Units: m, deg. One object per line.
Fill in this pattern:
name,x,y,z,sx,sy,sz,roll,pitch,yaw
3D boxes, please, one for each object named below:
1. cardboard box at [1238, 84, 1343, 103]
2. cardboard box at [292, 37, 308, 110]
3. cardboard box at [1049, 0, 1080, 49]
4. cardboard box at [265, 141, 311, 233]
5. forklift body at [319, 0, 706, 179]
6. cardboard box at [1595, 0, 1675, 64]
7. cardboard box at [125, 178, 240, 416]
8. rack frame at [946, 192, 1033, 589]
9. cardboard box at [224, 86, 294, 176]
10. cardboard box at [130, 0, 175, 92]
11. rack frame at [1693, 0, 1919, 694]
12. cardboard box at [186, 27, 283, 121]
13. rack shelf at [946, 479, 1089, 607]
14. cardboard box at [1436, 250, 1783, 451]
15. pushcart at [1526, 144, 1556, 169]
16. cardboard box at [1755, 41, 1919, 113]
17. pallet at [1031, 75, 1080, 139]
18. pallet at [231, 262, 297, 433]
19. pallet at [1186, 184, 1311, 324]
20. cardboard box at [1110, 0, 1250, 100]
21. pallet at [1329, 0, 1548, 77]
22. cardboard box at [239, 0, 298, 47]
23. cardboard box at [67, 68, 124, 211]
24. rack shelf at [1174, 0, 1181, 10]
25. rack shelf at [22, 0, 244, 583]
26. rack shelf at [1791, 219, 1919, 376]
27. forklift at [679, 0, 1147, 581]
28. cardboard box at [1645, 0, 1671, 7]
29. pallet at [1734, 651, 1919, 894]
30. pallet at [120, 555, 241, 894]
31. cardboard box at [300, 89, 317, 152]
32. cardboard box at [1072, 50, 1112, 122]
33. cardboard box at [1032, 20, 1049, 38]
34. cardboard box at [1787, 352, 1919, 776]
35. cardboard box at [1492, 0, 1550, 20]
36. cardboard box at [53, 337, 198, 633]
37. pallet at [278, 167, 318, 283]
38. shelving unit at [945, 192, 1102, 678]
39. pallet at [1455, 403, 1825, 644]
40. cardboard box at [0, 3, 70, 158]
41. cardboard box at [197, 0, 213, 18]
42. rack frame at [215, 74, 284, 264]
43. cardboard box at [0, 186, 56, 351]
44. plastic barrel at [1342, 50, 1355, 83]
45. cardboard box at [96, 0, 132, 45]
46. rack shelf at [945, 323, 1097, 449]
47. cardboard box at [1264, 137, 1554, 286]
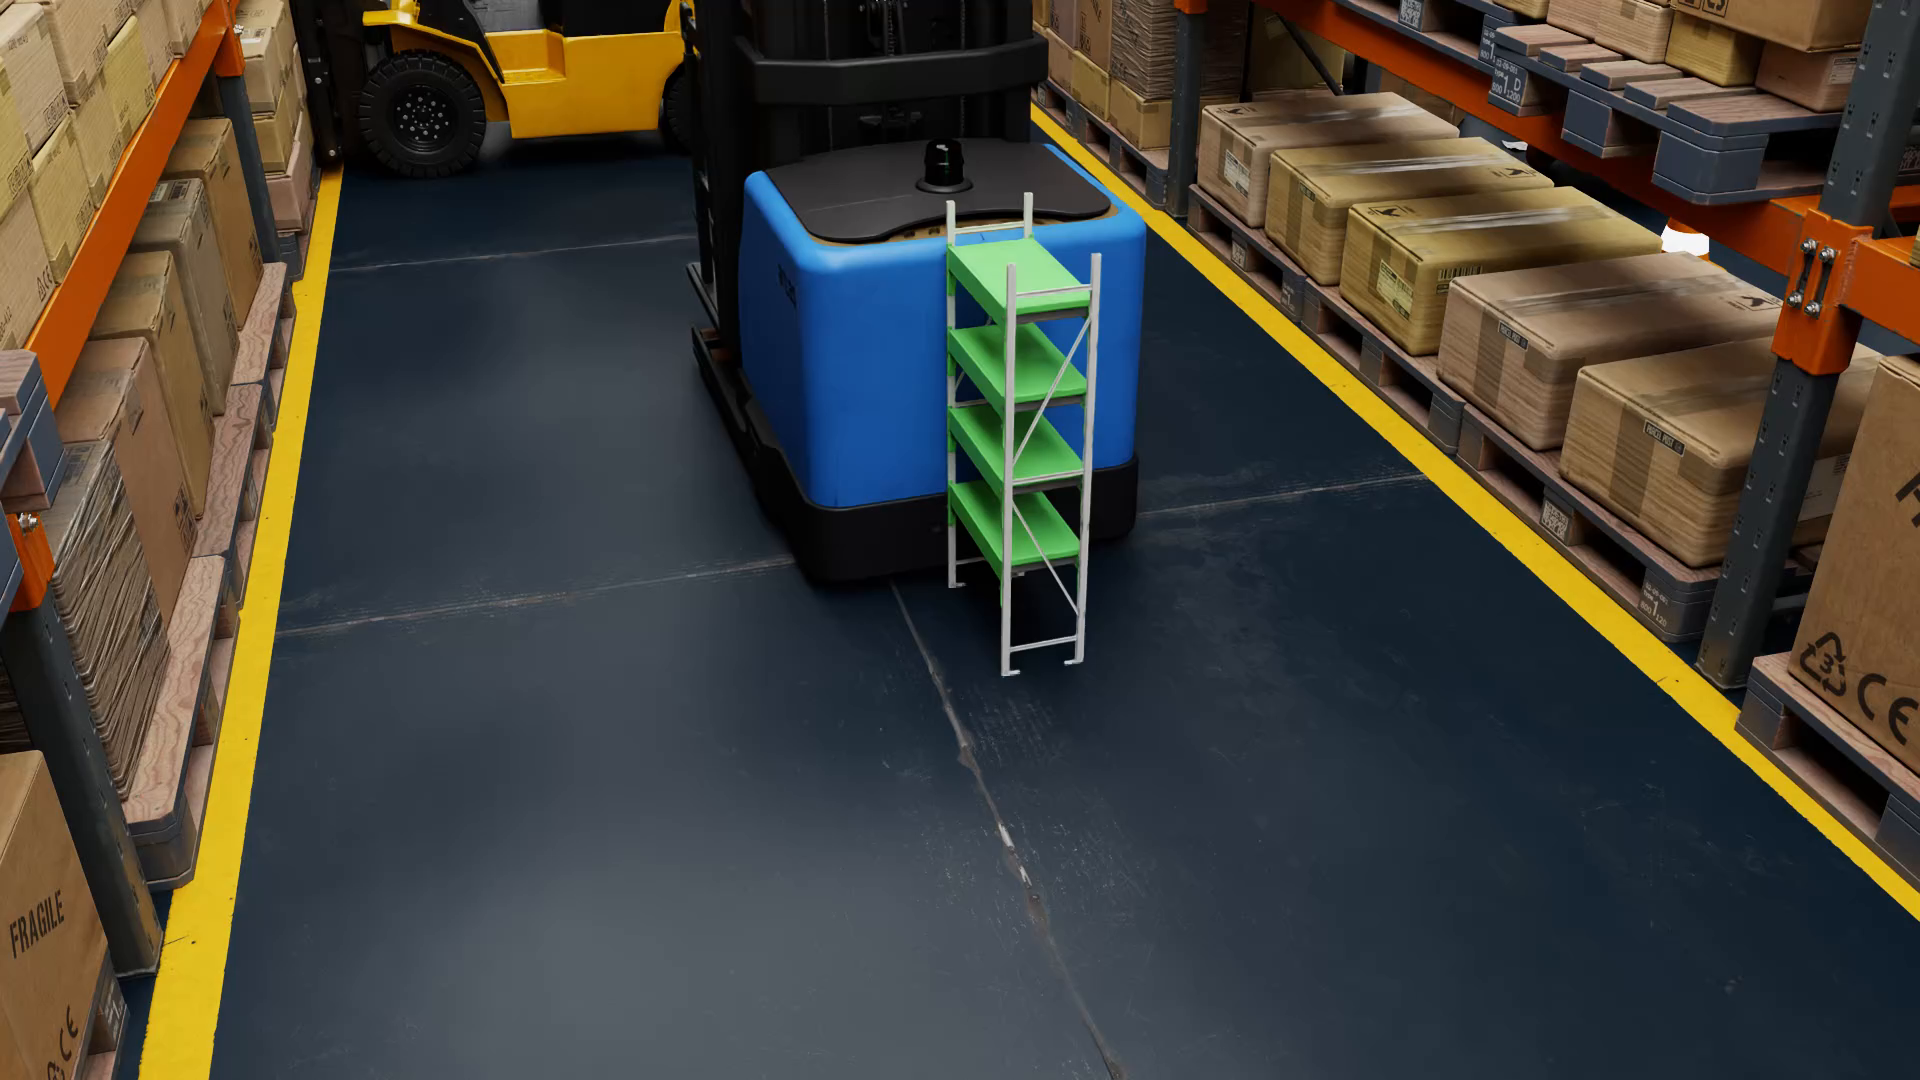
cardboard box,1.583,-2.221,8.419,0.500,0.250,0.500,-9,31,-16
cardboard box,-3.394,-2.217,7.913,0.500,0.250,0.500,-8,31,-14
cardboard box,0.790,-2.967,8.958,0.500,0.500,0.500,-6,31,-11
cardboard box,-3.115,-1.516,7.201,0.500,0.250,0.500,-8,31,-13
forklift body,-2.105,-3.138,8.525,2.313,2.155,1.214,-8,31,-13
cardboard box,1.976,-1.412,4.528,0.380,0.149,0.250,-8,31,-14
cardboard box,-2.958,-0.775,5.545,0.875,0.625,0.625,-8,31,-14
rack frame,0.080,-0.394,4.732,0.240,1.200,0.015,-9,31,-15
cardboard box,-3.136,-1.730,7.071,0.500,0.250,0.500,-8,31,-14
cardboard box,-2.679,-1.487,4.975,0.500,0.250,0.500,-8,31,-13
rack frame,2.541,-0.977,3.943,1.000,3.000,0.127,-8,31,-13
cardboard box,-3.132,-1.947,6.947,0.500,0.250,0.500,-8,31,-14
rack shelf,0.154,-0.014,4.684,0.258,0.148,0.480,-9,31,-15
cardboard box,2.197,-0.651,5.584,0.950,0.372,0.625,-8,31,-14
pushcart,3.664,-2.101,8.503,1.648,0.377,0.936,-20,35,-30
cardboard box,2.227,-1.177,4.121,0.380,0.149,0.250,-7,31,-11
pallet,0.939,-2.612,9.552,1.003,0.211,1.213,-8,31,-13
pallet,-3.072,-0.689,6.230,1.003,0.211,1.213,-8,31,-13
pallet,1.687,-1.326,7.330,1.003,0.211,1.213,-8,31,-13
cardboard box,1.063,-2.475,8.109,0.500,0.500,0.500,-8,31,-14
pallet,1.976,-1.844,5.634,1.003,0.211,1.213,-8,31,-13
cardboard box,-3.401,-2.434,7.788,0.500,0.250,0.500,-7,31,-12
cardboard box,-2.398,-0.988,4.113,0.500,0.250,0.500,-9,31,-15
rack shelf,0.948,-3.563,9.130,1.077,0.370,4.000,-8,31,-13
rack shelf,-2.775,-0.970,4.649,1.077,0.370,4.000,-8,31,-13
rack shelf,3.072,0.300,2.455,1.077,0.370,4.000,-8,31,-13
forklift,-0.387,-1.873,5.560,1.130,2.935,3.031,-9,31,-15
cardboard box,2.004,-1.761,4.483,0.500,0.500,0.500,-8,31,-14
pallet,2.677,0.621,3.967,1.003,0.211,1.213,-8,31,-13
pallet,-2.425,0.489,4.194,1.003,0.211,1.213,-8,31,-13
cardboard box,-3.416,-2.006,8.046,0.500,0.250,0.500,-7,31,-12
cardboard box,0.912,-2.406,8.738,0.500,0.250,0.500,-9,31,-15
cardboard box,0.650,-2.897,9.586,0.500,0.250,0.500,-6,31,-10
cardboard box,2.644,0.106,3.775,0.875,0.875,0.875,-8,31,-14
cardboard box,1.830,-1.666,4.966,0.380,0.149,0.250,-7,31,-12
cardboard box,-2.577,-0.087,4.357,0.875,0.625,0.625,-7,31,-12
pallet,-3.476,-1.430,7.509,1.003,0.211,1.213,-8,31,-13
shelving unit,0.154,-0.277,4.531,0.258,1.200,0.503,-9,31,-15
pallet,2.335,-0.148,5.294,1.003,0.211,1.213,-8,31,-13
cardboard box,-2.258,-0.955,3.557,0.500,0.250,0.500,-7,31,-12
cardboard box,-2.920,-1.973,5.815,0.500,0.250,0.500,-7,31,-12
rack frame,-3.306,-2.247,6.138,1.000,3.000,0.127,-8,31,-13
cardboard box,-2.126,-0.497,3.264,0.500,0.250,0.500,-8,31,-13
plastic barrel,2.425,-2.929,9.888,0.512,0.421,0.421,13,32,21
cardboard box,-2.539,-1.454,4.418,0.500,0.250,0.500,-7,31,-13
rack shelf,0.154,-0.430,4.443,0.258,0.148,0.480,-9,31,-15
cardboard box,1.815,-1.353,6.798,0.950,0.372,0.625,-6,31,-10
